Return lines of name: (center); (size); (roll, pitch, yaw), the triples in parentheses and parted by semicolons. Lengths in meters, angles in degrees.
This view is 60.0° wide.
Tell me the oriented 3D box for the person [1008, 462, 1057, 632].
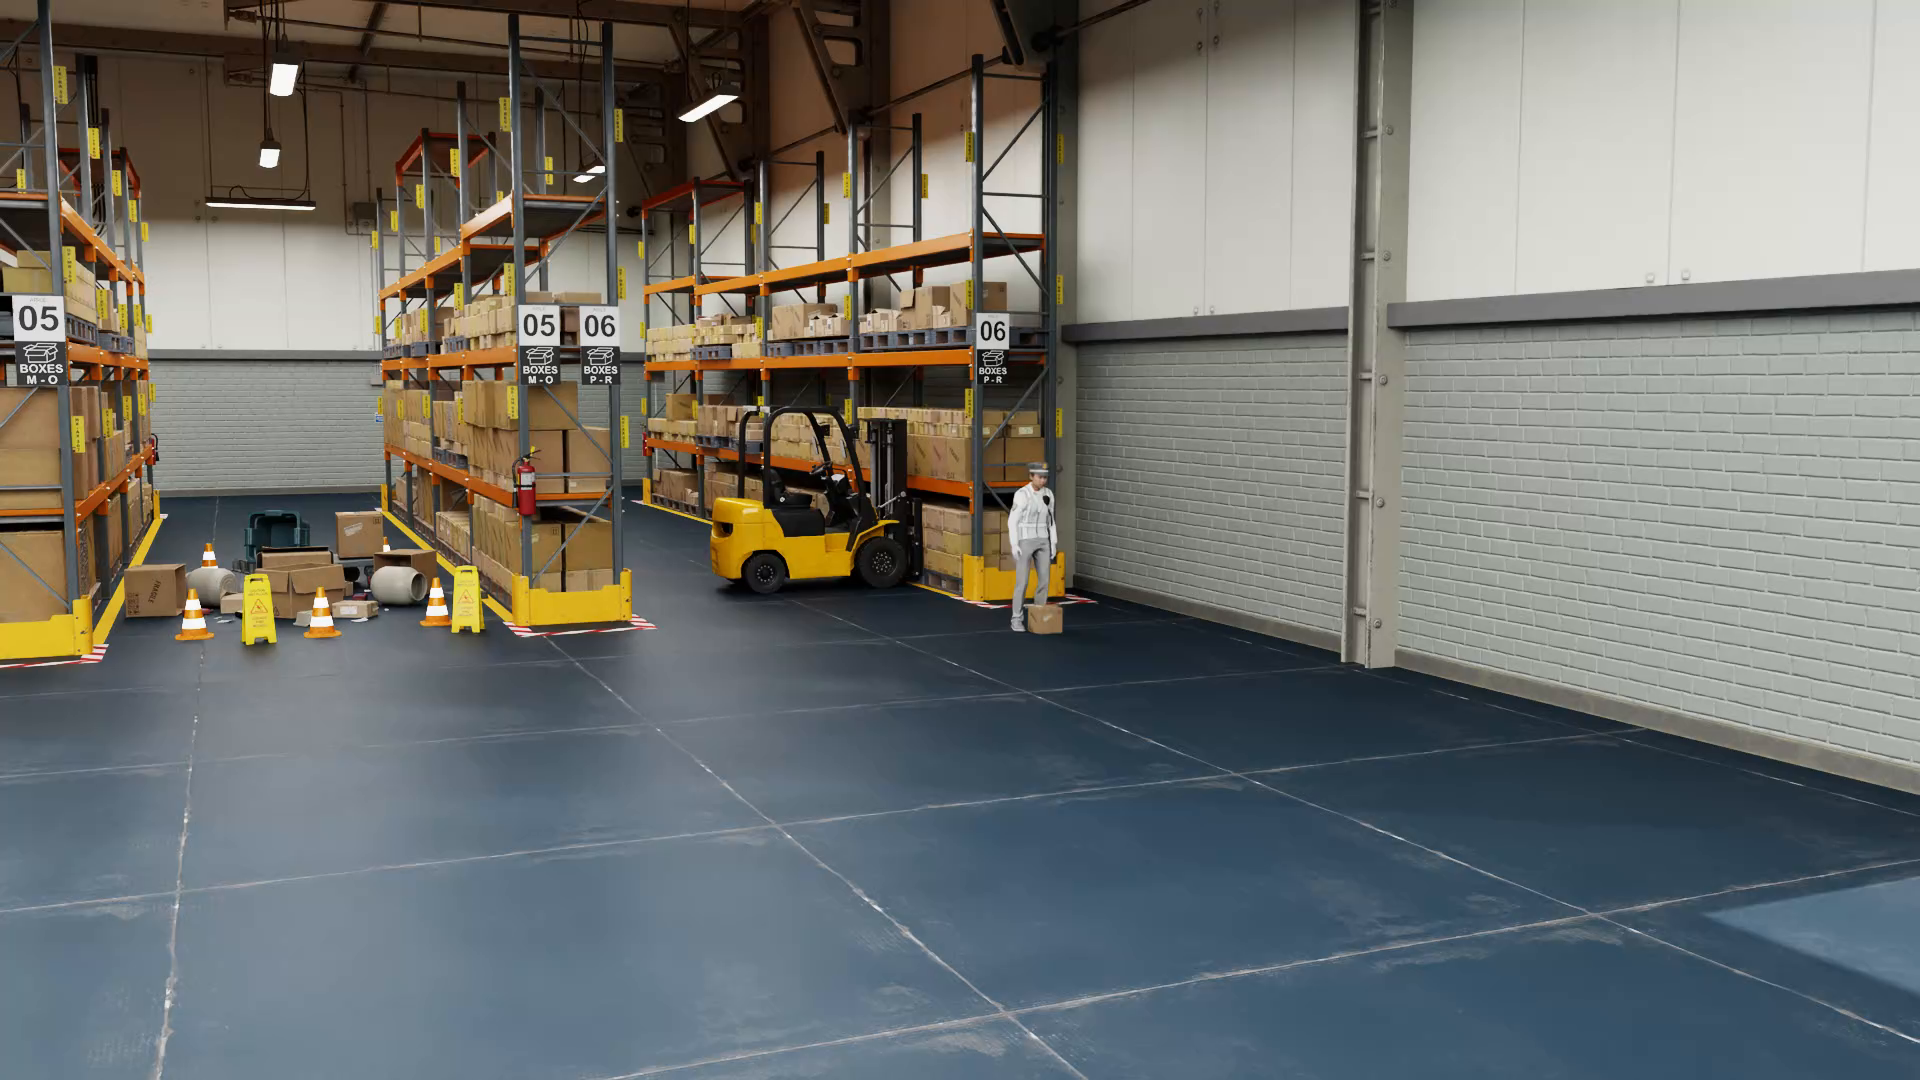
person: (0.729, 0.055, 16.415); (0.526, 1.662, 0.374); (-3, 6, -26)
